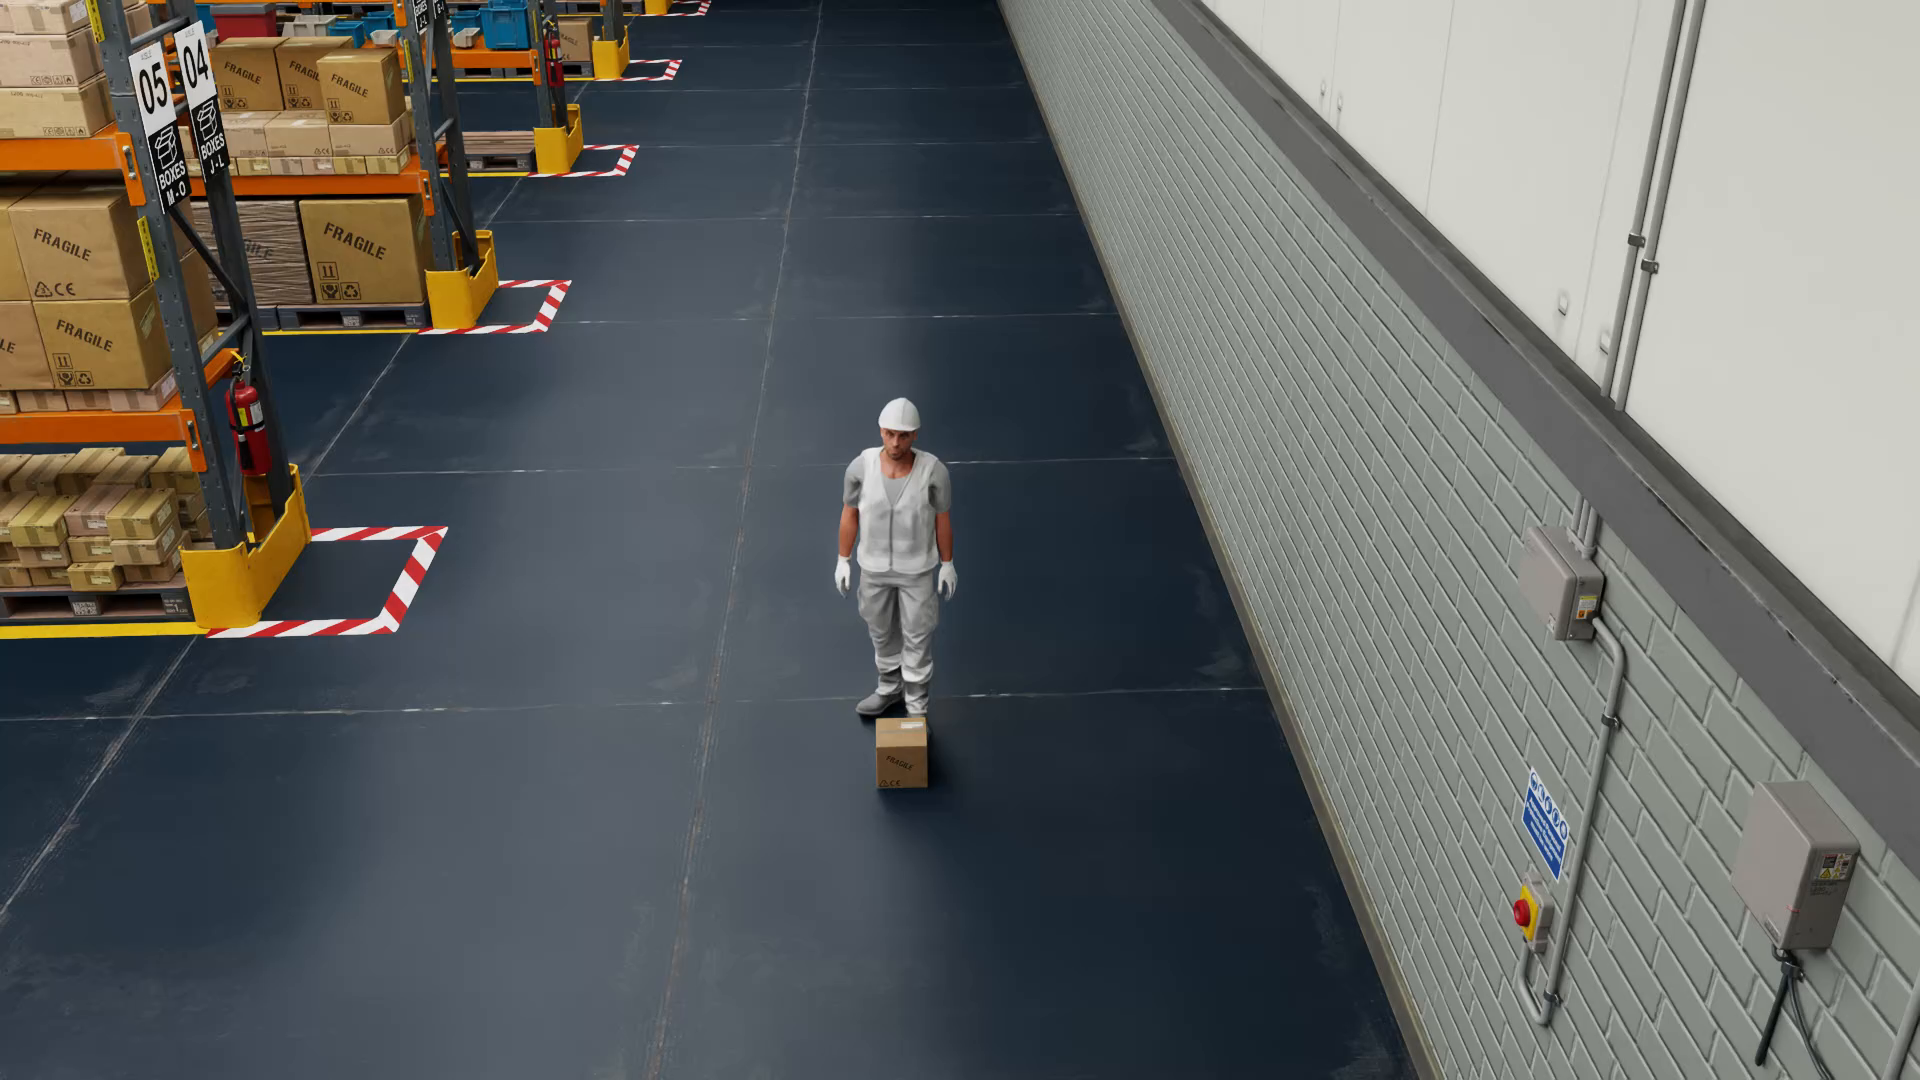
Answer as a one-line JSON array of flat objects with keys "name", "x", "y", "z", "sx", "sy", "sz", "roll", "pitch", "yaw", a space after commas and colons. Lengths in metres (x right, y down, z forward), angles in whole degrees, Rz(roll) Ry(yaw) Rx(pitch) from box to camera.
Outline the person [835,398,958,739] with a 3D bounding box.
[{"name": "person", "x": -0.323, "y": 0.143, "z": 8.293, "sx": 0.609, "sy": 1.796, "sz": 0.451, "roll": 4, "pitch": 28, "yaw": 8}]
